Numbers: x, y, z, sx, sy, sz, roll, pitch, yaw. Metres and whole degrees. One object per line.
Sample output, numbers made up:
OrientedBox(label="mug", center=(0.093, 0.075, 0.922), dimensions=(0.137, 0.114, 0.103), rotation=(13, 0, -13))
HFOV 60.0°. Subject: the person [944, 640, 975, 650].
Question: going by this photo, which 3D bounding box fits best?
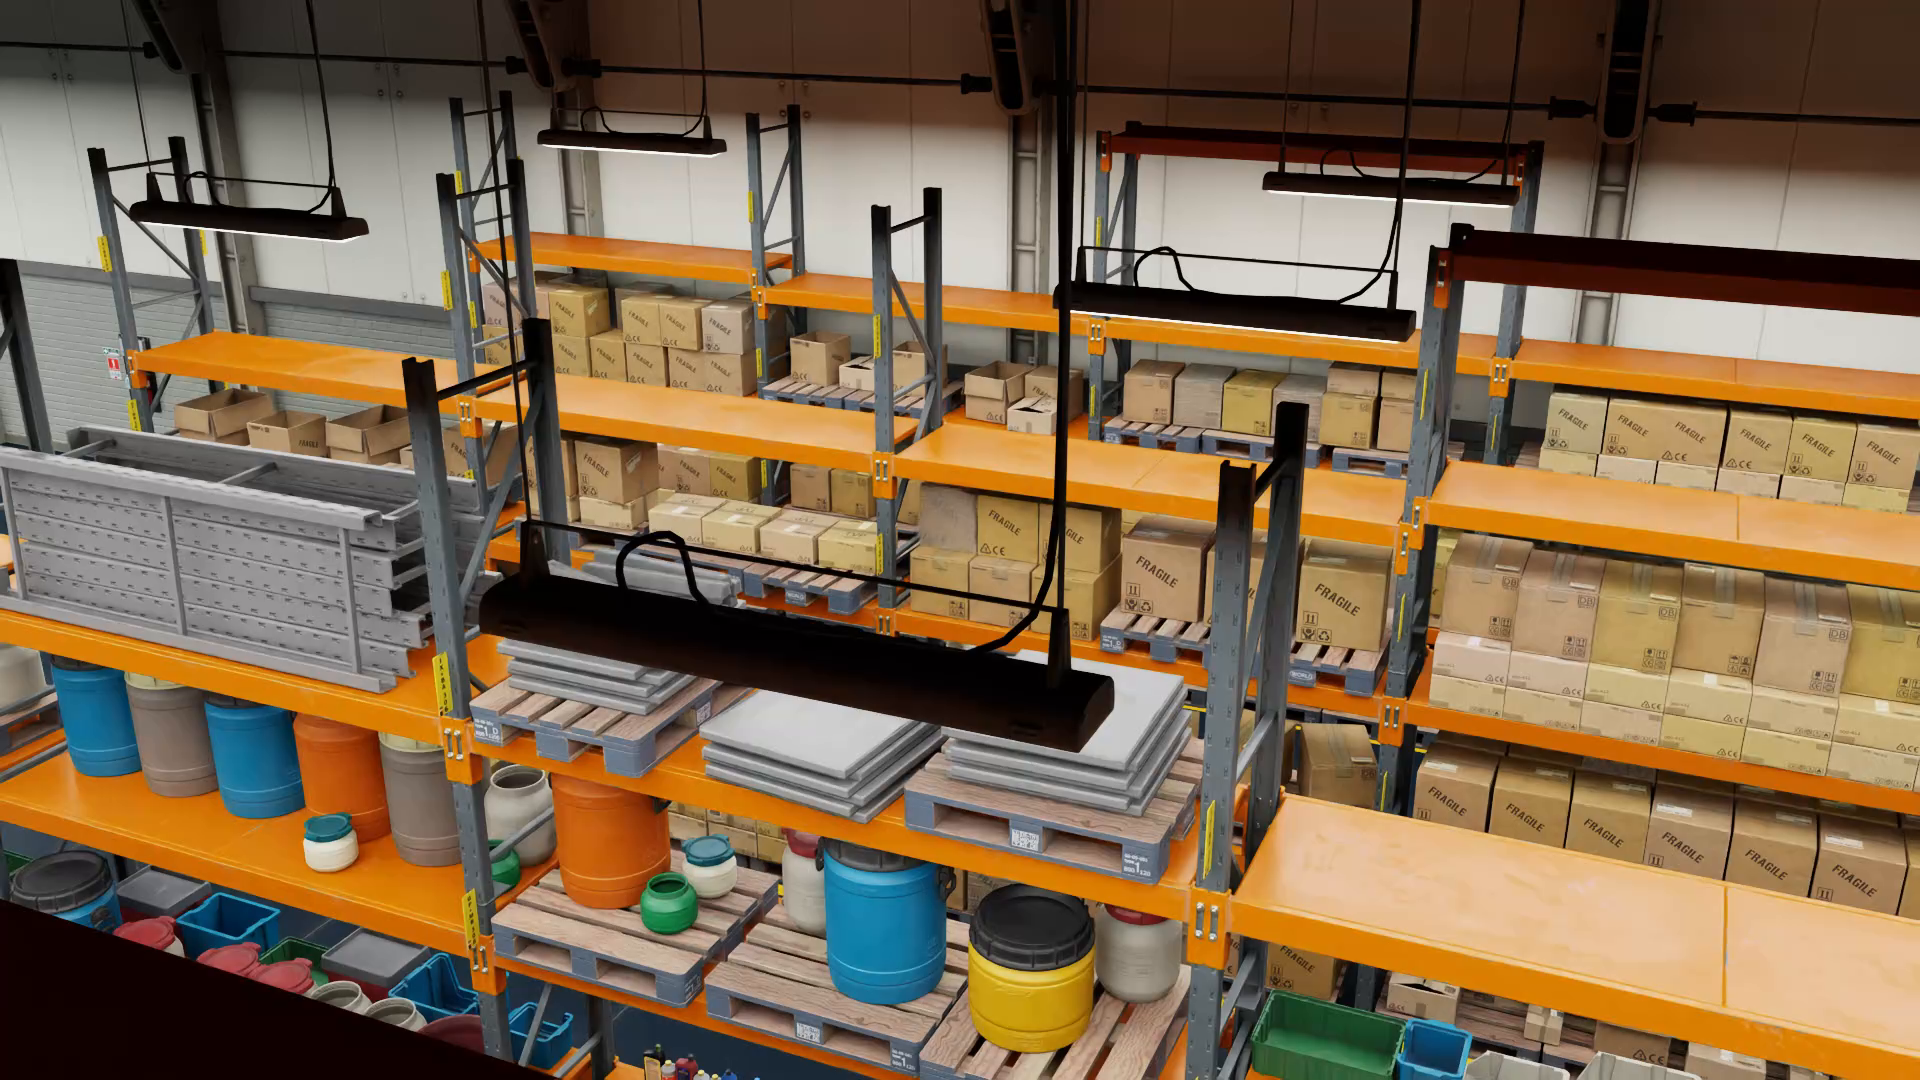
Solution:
OrientedBox(label="person", center=(-0.057, 1.331, 16.649), dimensions=(1.064, 1.724, 0.564), rotation=(3, 21, 7))
